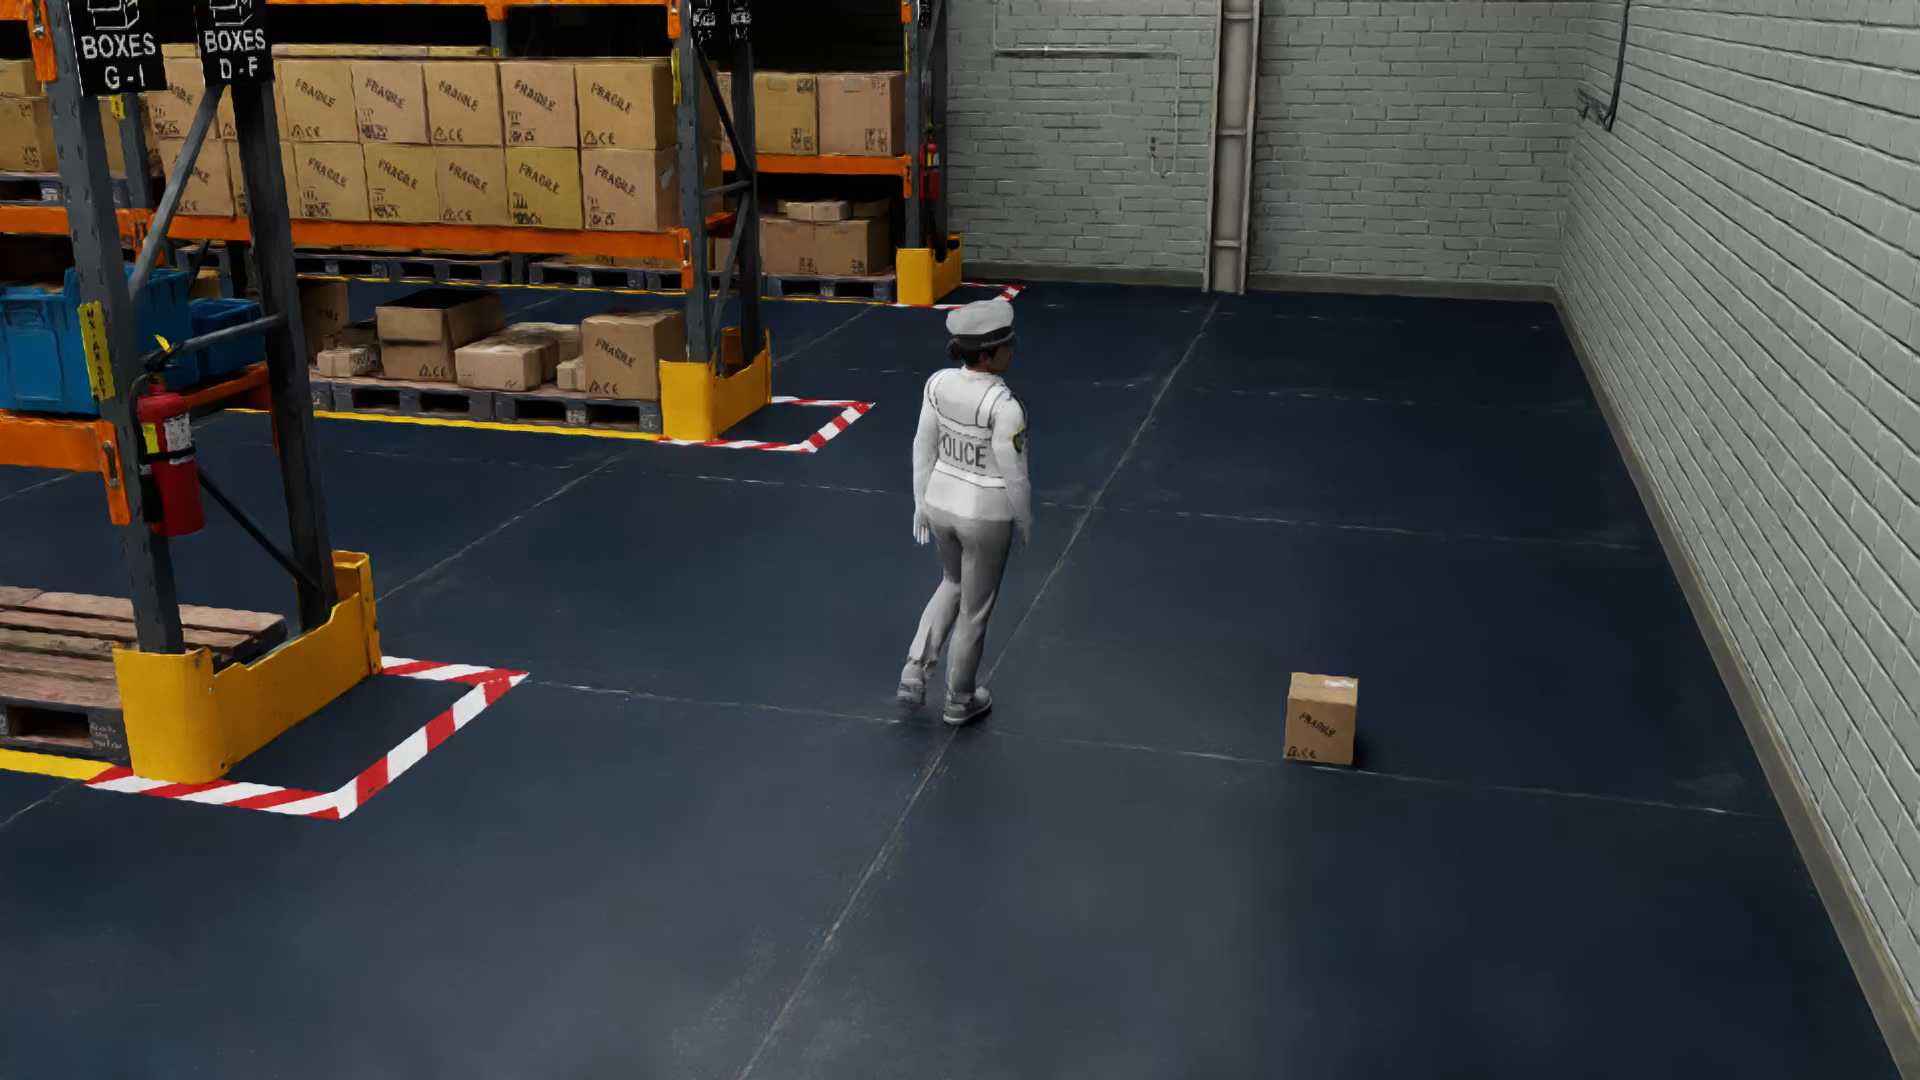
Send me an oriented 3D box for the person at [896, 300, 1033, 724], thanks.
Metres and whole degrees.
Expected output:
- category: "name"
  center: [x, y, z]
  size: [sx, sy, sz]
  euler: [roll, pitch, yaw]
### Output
- category: "person"
  center: [0.027, -0.084, 6.266]
  size: [0.565, 1.661, 0.395]
  euler: [16, 24, 40]
